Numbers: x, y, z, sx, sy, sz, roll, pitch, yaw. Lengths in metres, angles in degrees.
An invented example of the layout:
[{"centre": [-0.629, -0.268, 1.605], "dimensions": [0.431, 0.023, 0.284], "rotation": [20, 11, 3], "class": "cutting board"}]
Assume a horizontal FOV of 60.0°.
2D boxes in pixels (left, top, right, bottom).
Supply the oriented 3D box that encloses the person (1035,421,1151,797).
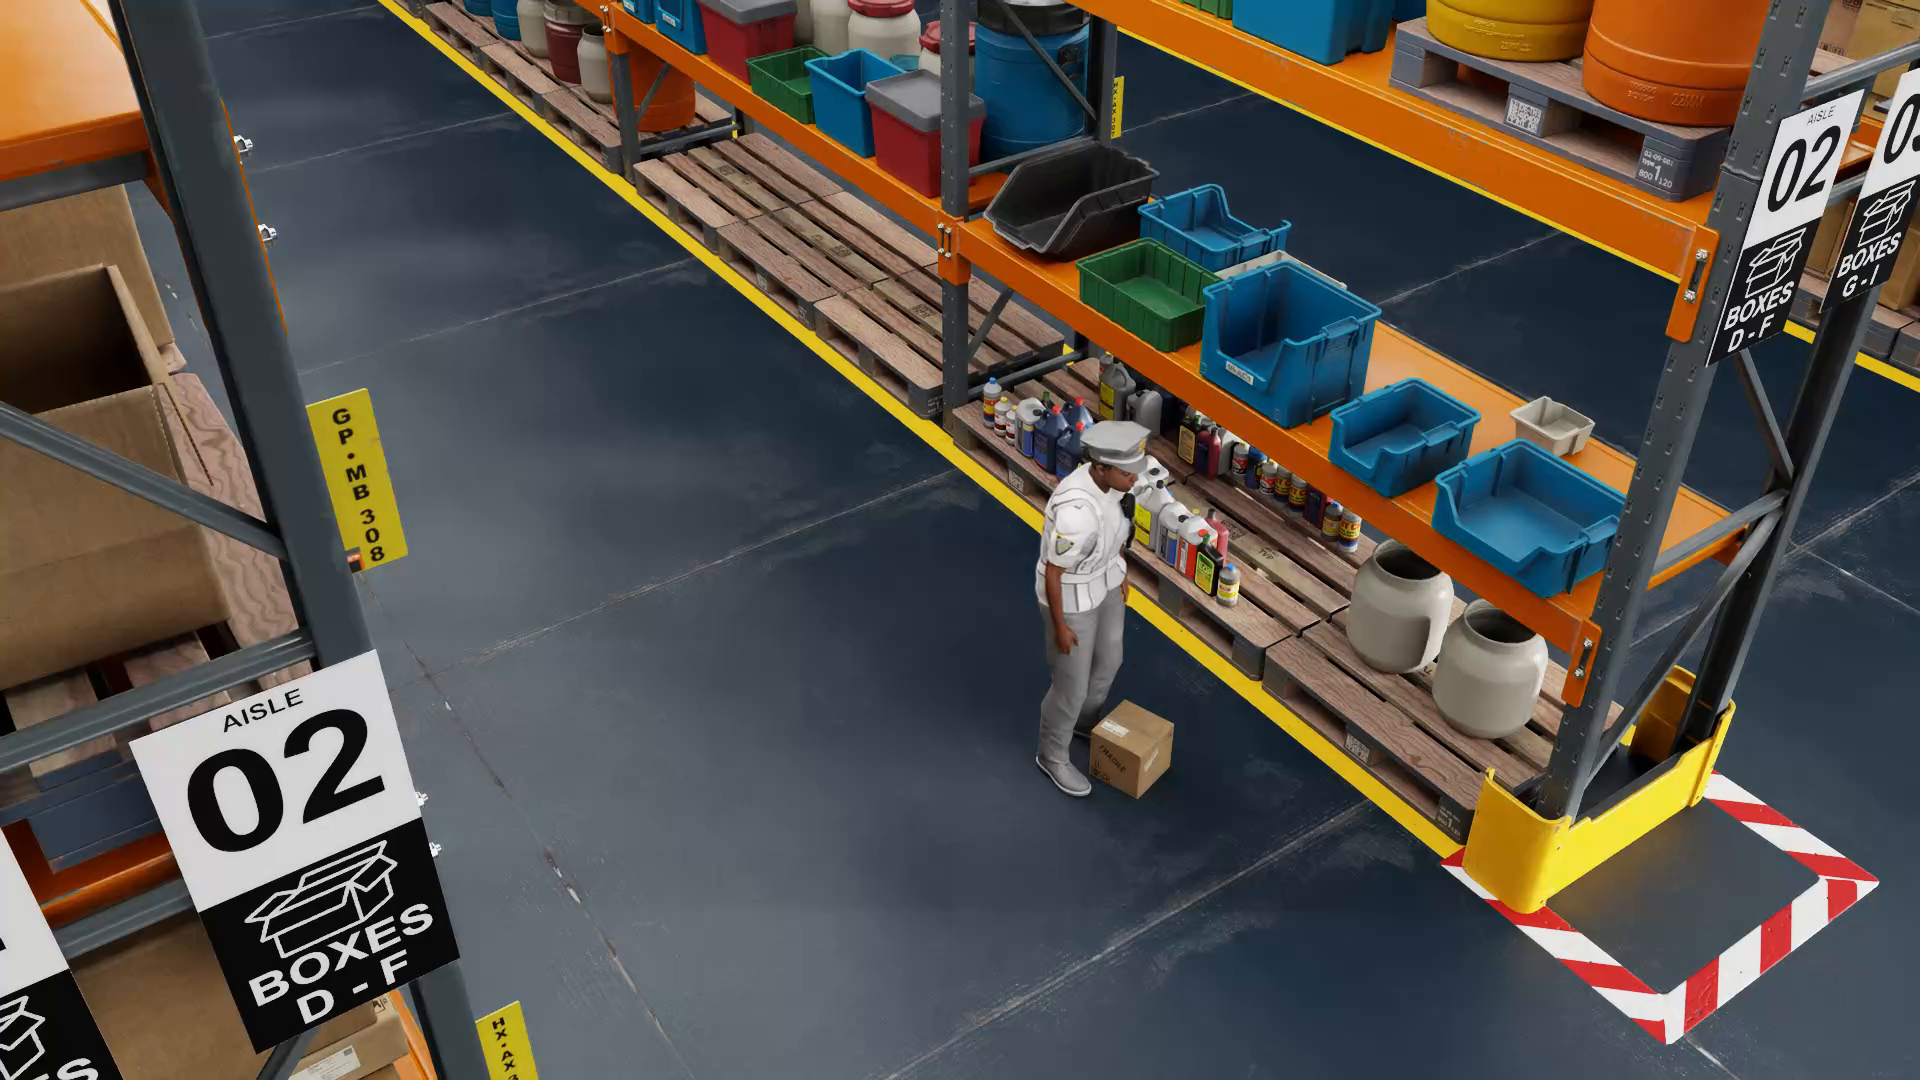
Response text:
[{"centre": [0.514, 0.244, 6.673], "dimensions": [0.396, 1.658, 0.505], "rotation": [24, 43, 29], "class": "person"}]
